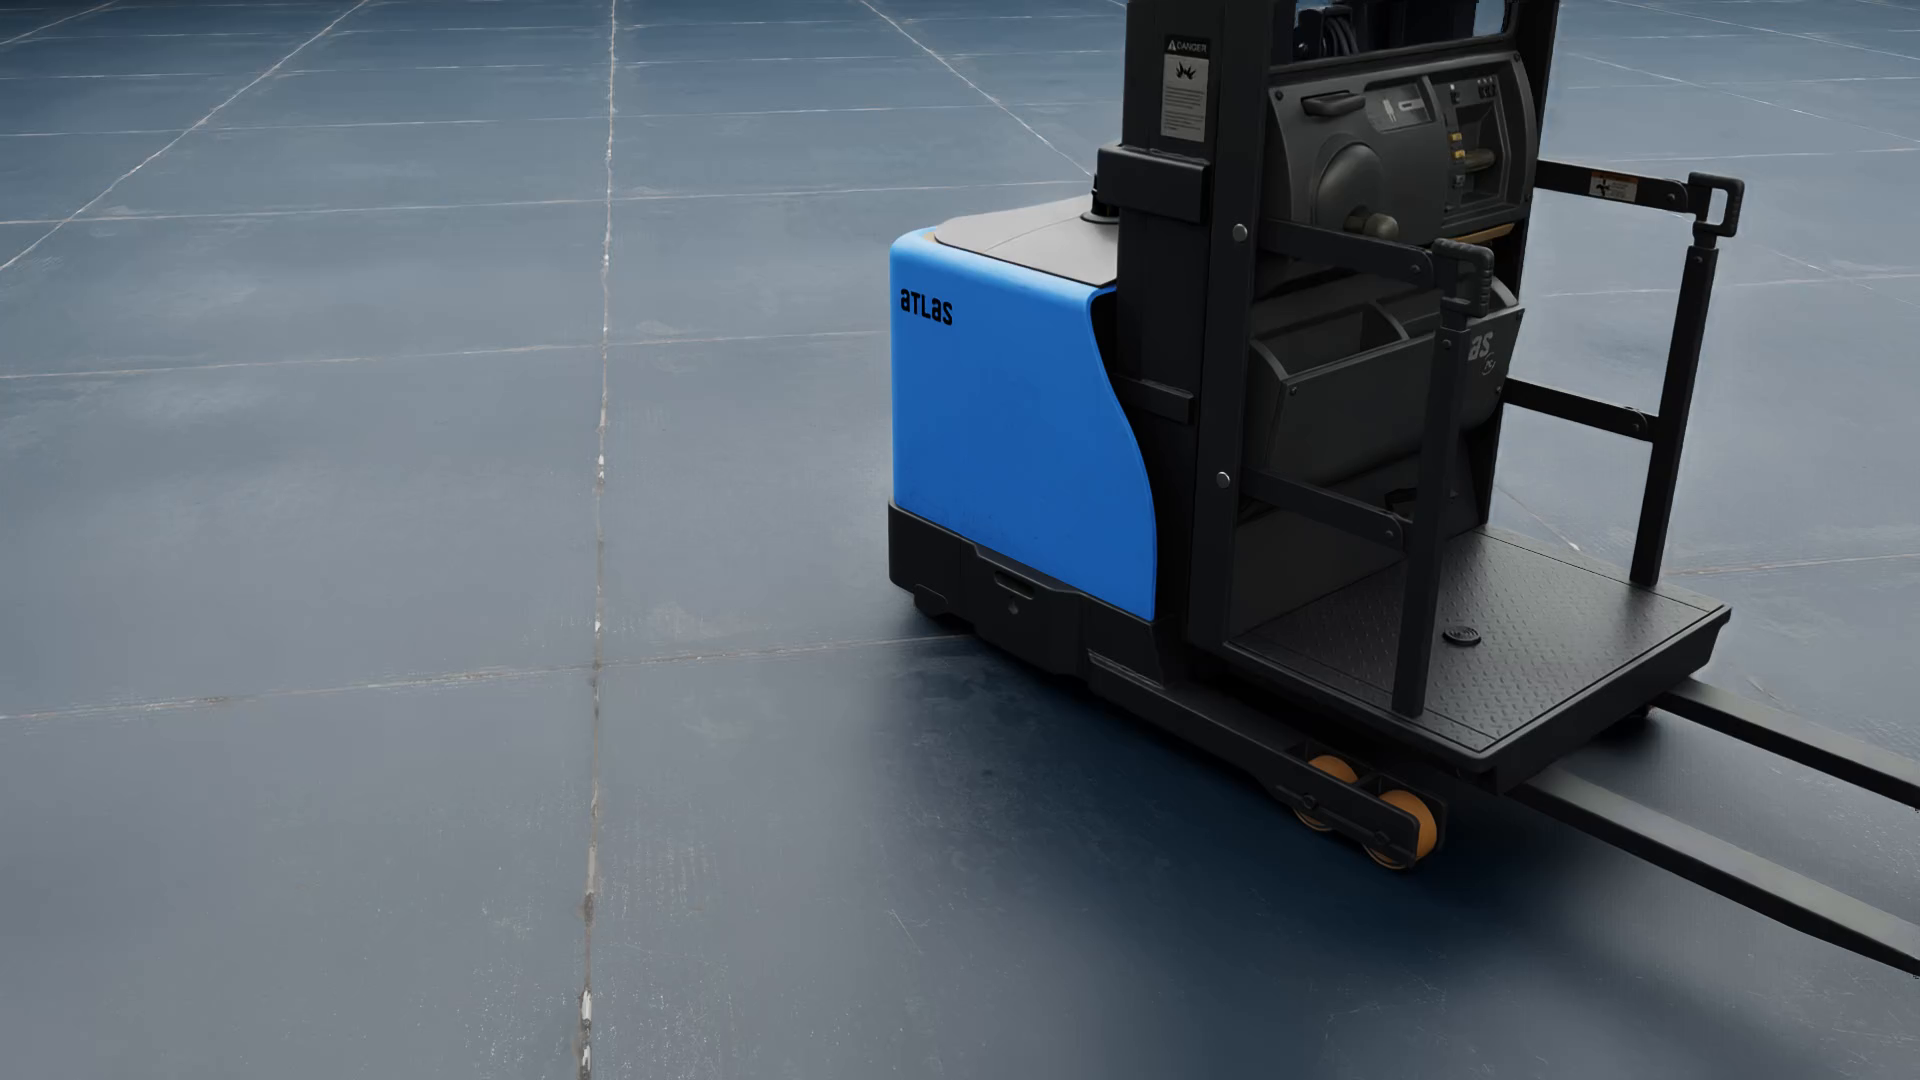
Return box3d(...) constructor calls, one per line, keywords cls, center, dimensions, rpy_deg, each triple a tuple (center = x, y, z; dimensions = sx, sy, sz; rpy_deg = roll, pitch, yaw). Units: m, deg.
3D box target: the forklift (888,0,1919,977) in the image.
box3d(cls="forklift", center=(1.142, -0.859, 3.554), dimensions=(1.130, 2.935, 3.031), rpy_deg=(-19, 30, -37))
